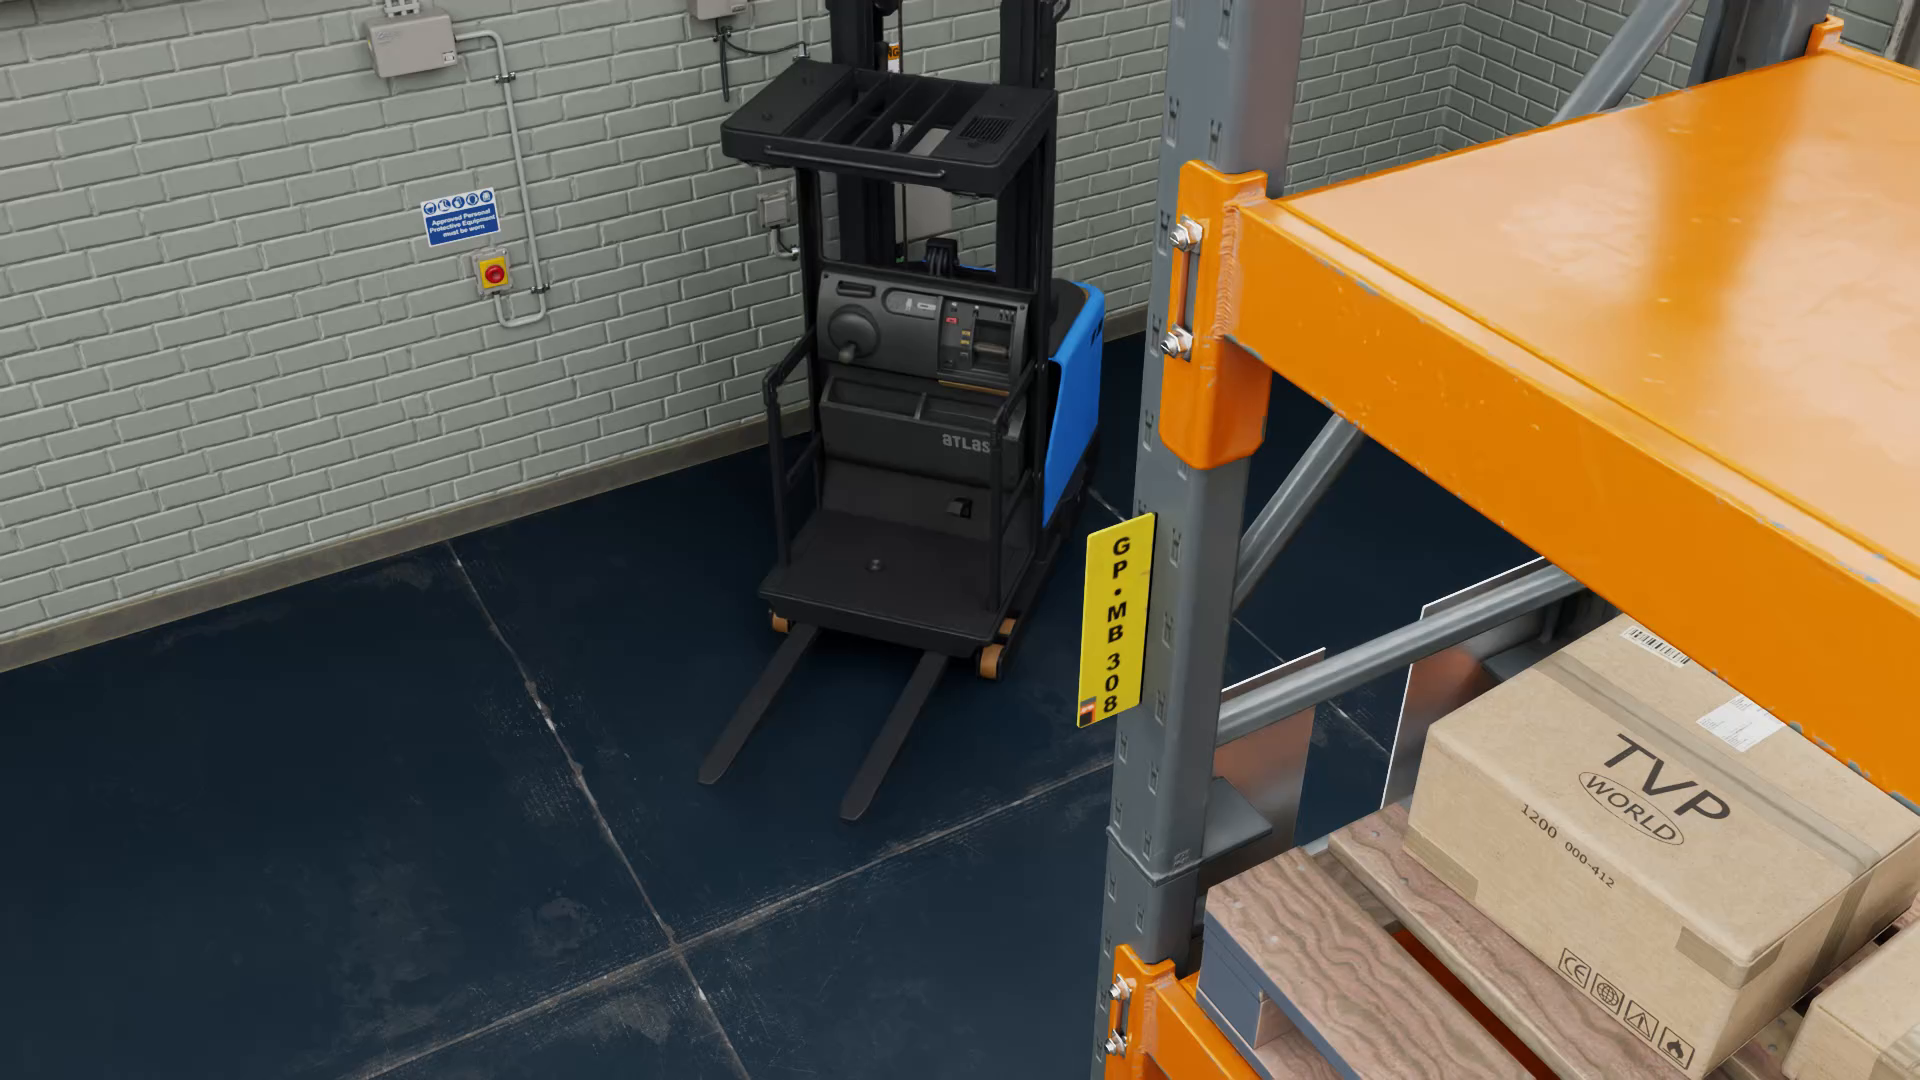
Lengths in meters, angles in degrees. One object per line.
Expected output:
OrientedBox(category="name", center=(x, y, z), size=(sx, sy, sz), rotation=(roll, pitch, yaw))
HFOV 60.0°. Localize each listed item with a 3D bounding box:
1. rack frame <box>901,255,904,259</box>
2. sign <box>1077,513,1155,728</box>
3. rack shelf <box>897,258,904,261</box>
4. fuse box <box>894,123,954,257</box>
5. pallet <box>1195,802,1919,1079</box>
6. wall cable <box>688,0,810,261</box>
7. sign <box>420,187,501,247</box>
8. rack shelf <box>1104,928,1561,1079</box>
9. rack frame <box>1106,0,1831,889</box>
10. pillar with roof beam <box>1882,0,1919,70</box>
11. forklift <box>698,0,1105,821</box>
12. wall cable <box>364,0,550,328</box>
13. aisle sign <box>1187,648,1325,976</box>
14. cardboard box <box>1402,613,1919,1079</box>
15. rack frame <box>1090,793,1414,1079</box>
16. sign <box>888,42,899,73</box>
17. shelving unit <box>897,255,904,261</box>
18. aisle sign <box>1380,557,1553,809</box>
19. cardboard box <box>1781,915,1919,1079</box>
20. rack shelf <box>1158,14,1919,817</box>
OrientedBox(category="rack frame", center=(-0.486, -1.065, 8.876), size=(0.240, 1.200, 0.015), rotation=(7, 27, -9))
OrientedBox(category="sign", center=(0.205, 0.111, 2.203), size=(0.100, 0.325, 0.005), rotation=(-19, 40, -24))
OrientedBox(category="rack shelf", center=(-0.395, -1.317, 8.475), size=(0.258, 0.148, 0.480), rotation=(7, 27, -9))
OrientedBox(category="fuse box", center=(-0.276, -1.350, 8.648), size=(0.539, 1.711, 0.414), rotation=(-19, 40, -24))
OrientedBox(category="pallet", center=(1.069, 0.746, 2.217), size=(1.003, 0.211, 1.213), rotation=(-19, 40, -24))
OrientedBox(category="wall cable", center=(-0.945, -2.159, 7.801), size=(0.588, 1.984, 0.122), rotation=(-19, 40, -24))
OrientedBox(category="sign", center=(-2.238, -1.448, 7.461), size=(0.327, 0.218, 0.001), rotation=(-19, 40, -24))
OrientedBox(category="rack shelf", center=(1.692, 1.645, 1.521), size=(1.077, 0.370, 4.000), rotation=(-19, 40, -24))
OrientedBox(category="rack frame", center=(0.688, -0.876, 1.820), size=(1.000, 3.000, 0.127), rotation=(-19, 40, -24))
OrientedBox(category="pillar with roof beam", center=(0.680, -2.716, 4.339), size=(9.100, 9.000, 0.400), rotation=(-19, 40, -24))
OrientedBox(category="forklift", center=(-0.233, -0.833, 6.905), size=(1.130, 2.935, 3.031), rotation=(11, 38, 15))
OrientedBox(category="wall cable", center=(-2.166, -1.745, 7.209), size=(0.585, 1.953, 0.123), rotation=(-19, 40, -24))
OrientedBox(category="aisle sign", center=(0.401, 0.546, 2.756), size=(0.394, 0.787, 0.004), rotation=(-19, 40, -24))
OrientedBox(category="cardboard box", center=(0.991, 0.388, 2.318), size=(0.500, 0.250, 0.500), rotation=(-23, 42, -28))
OrientedBox(category="rack frame", center=(0.688, 1.546, 3.590), size=(1.000, 3.000, 0.127), rotation=(-19, 40, -24))
OrientedBox(category="sign", center=(-0.428, -2.293, 8.146), size=(0.339, 0.242, 0.001), rotation=(-19, 40, -24))
OrientedBox(category="shelving unit", center=(-0.466, -0.952, 8.661), size=(0.258, 1.200, 0.503), rotation=(7, 27, -9))
OrientedBox(category="aisle sign", center=(0.919, 0.368, 2.999), size=(0.394, 0.787, 0.004), rotation=(-19, 40, -24))
OrientedBox(category="cardboard box", center=(1.271, 0.619, 2.088), size=(0.380, 0.149, 0.250), rotation=(-22, 42, -27))
OrientedBox(category="rack shelf", center=(1.692, 0.596, 0.754), size=(1.077, 0.370, 4.000), rotation=(-19, 40, -24))
